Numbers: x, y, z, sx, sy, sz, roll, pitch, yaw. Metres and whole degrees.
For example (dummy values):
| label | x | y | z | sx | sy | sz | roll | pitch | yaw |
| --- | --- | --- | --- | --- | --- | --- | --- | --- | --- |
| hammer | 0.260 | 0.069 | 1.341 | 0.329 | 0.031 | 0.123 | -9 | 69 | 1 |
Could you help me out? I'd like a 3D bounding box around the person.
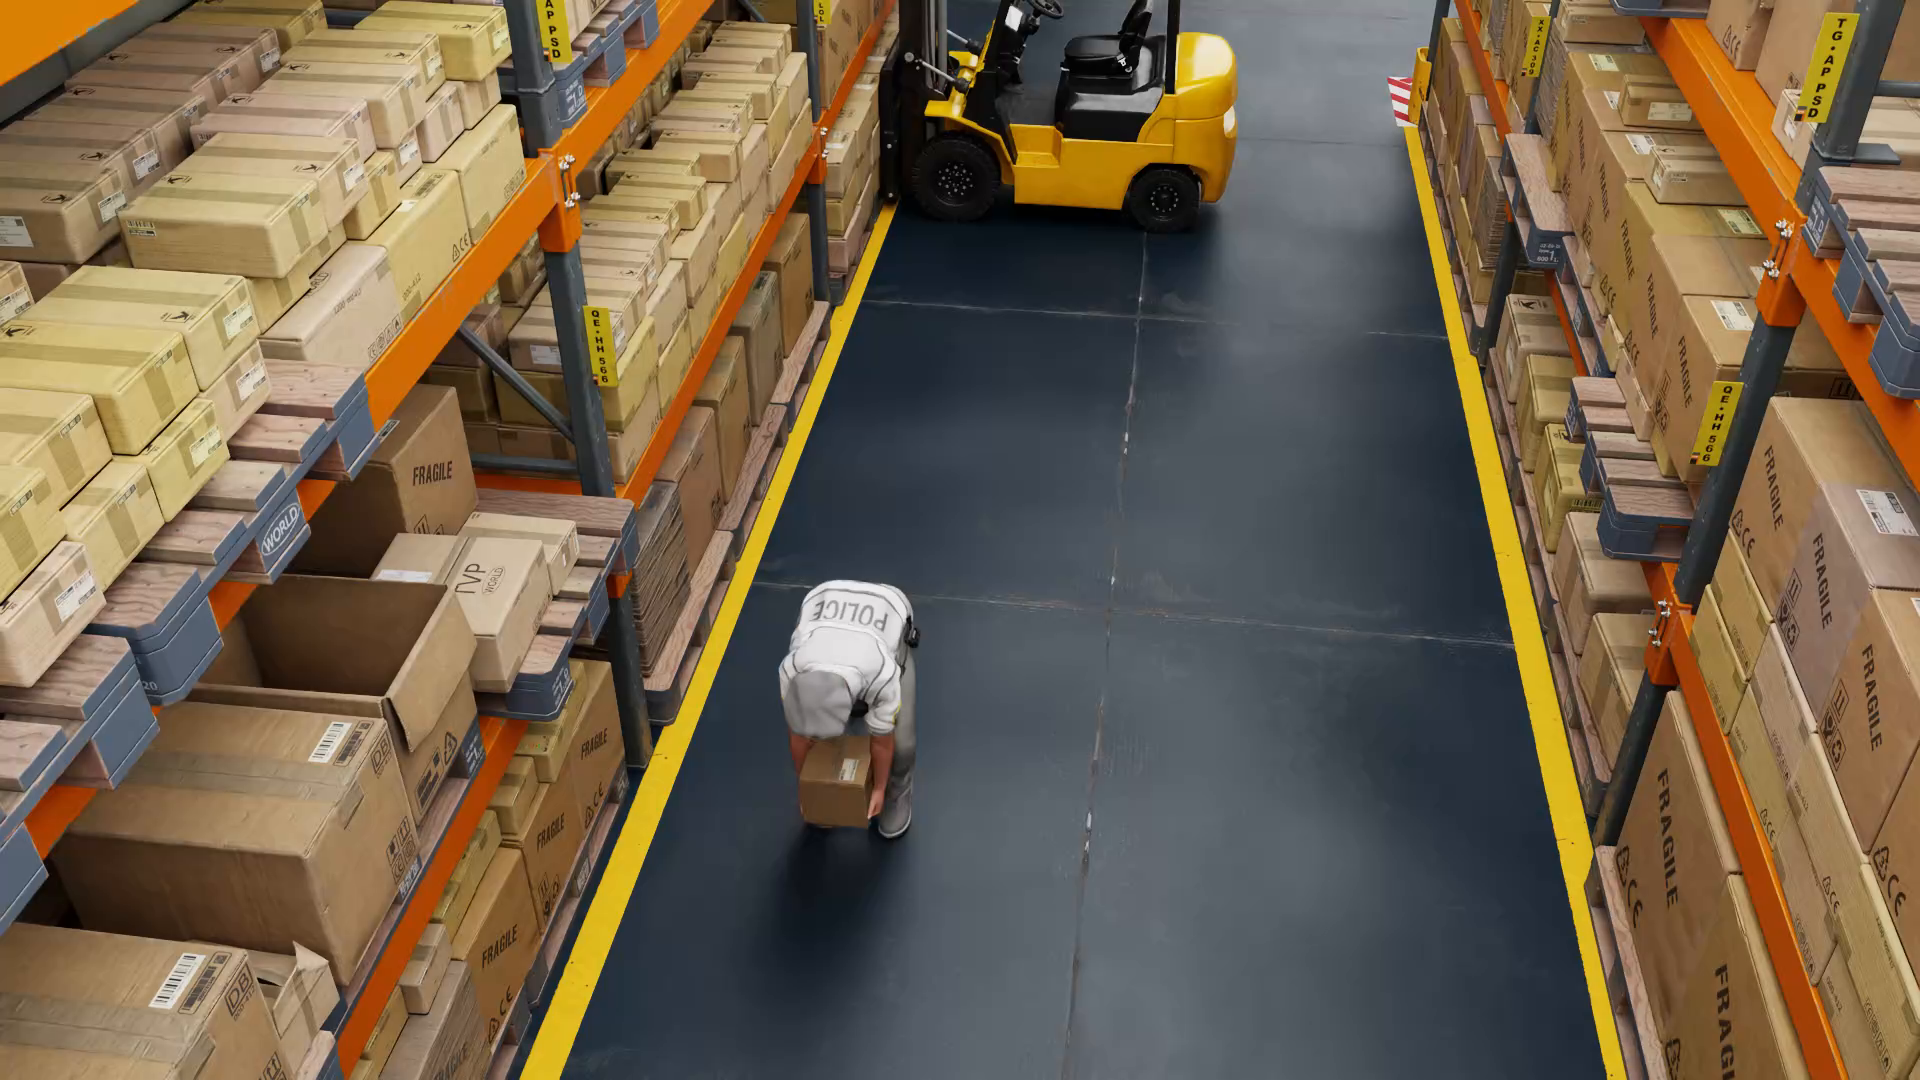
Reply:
| label | x | y | z | sx | sy | sz | roll | pitch | yaw |
| --- | --- | --- | --- | --- | --- | --- | --- | --- | --- |
| person | -0.454 | 0.790 | 6.384 | 0.425 | 1.242 | 0.914 | 6 | 36 | 8 |
